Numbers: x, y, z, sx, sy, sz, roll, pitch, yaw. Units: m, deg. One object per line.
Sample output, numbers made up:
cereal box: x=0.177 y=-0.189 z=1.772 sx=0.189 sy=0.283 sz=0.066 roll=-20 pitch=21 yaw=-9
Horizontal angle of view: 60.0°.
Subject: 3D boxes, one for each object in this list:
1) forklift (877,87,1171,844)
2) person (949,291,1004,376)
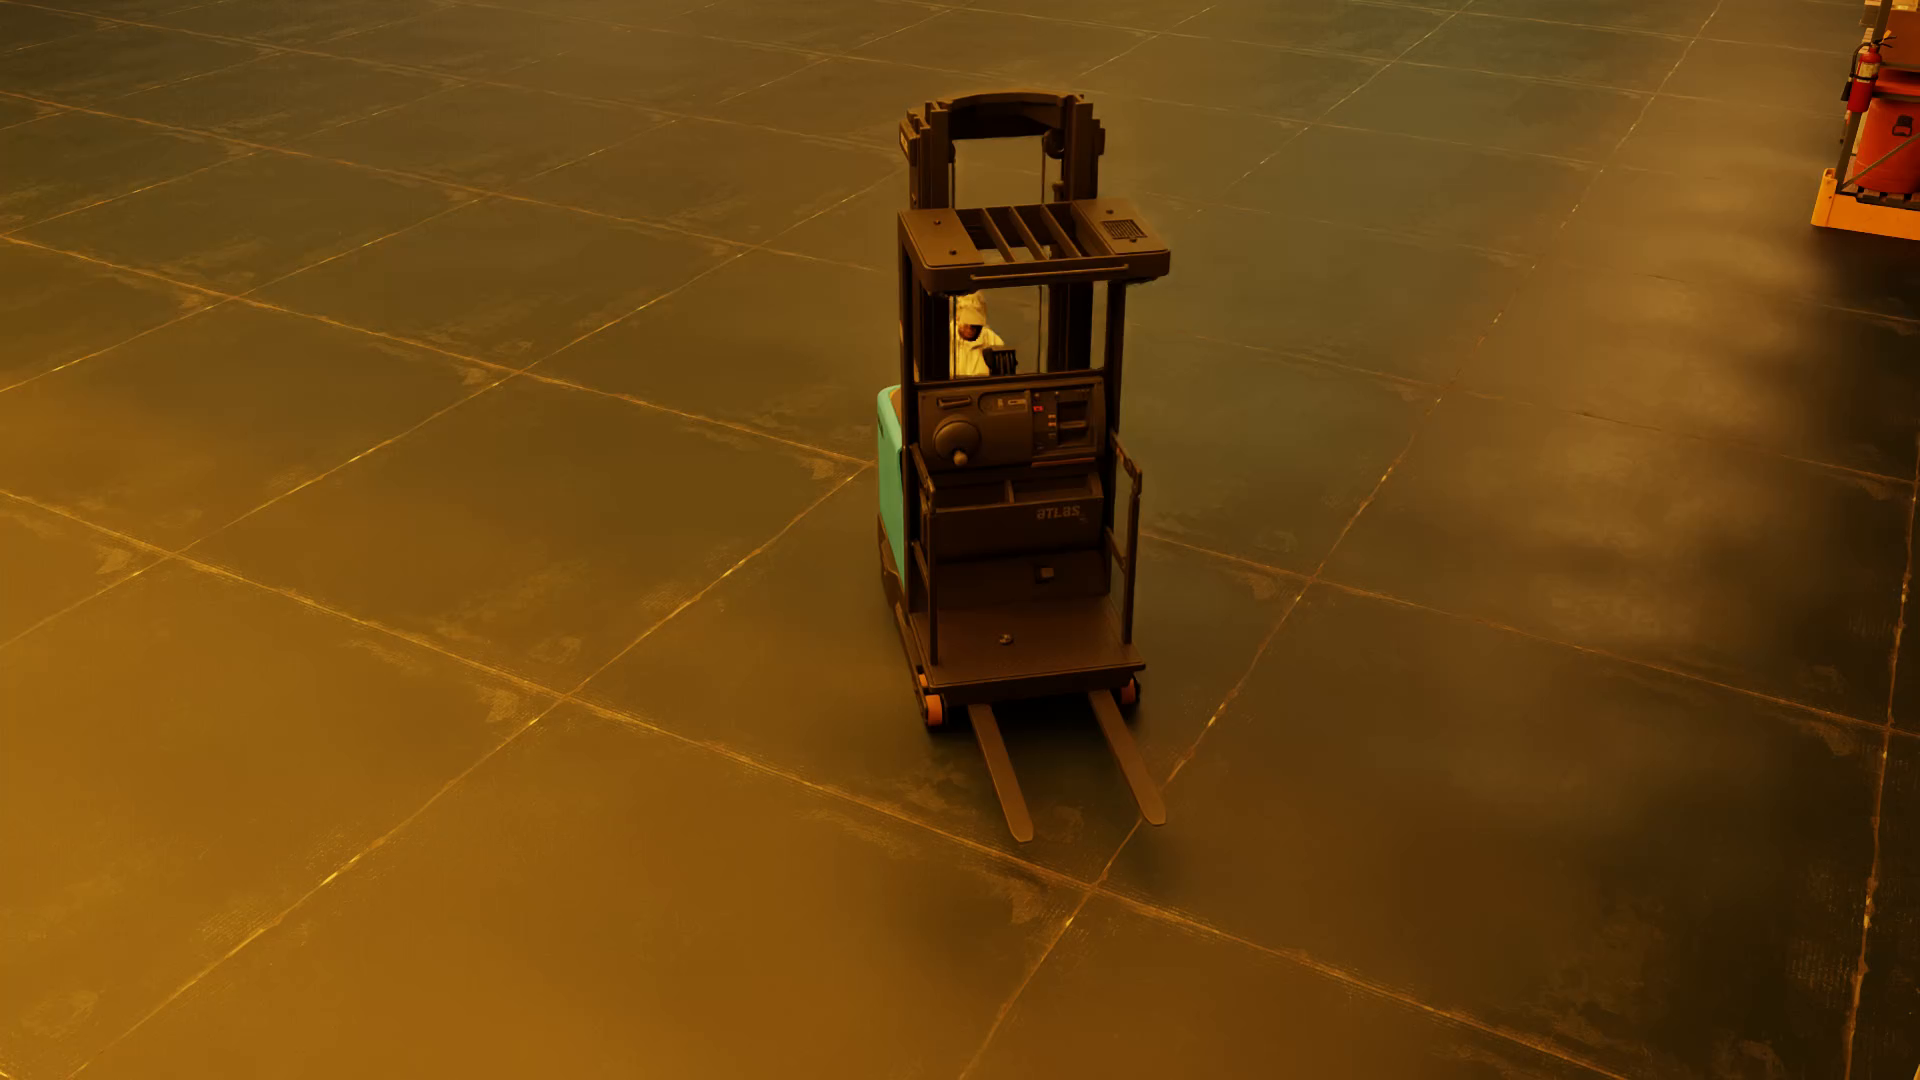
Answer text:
forklift: x=0.302 y=-0.528 z=7.986 sx=1.130 sy=2.935 sz=3.031 roll=-5 pitch=30 yaw=-9
person: x=0.066 y=-0.680 z=9.584 sx=0.694 sy=1.634 sz=0.411 roll=-5 pitch=30 yaw=-9
